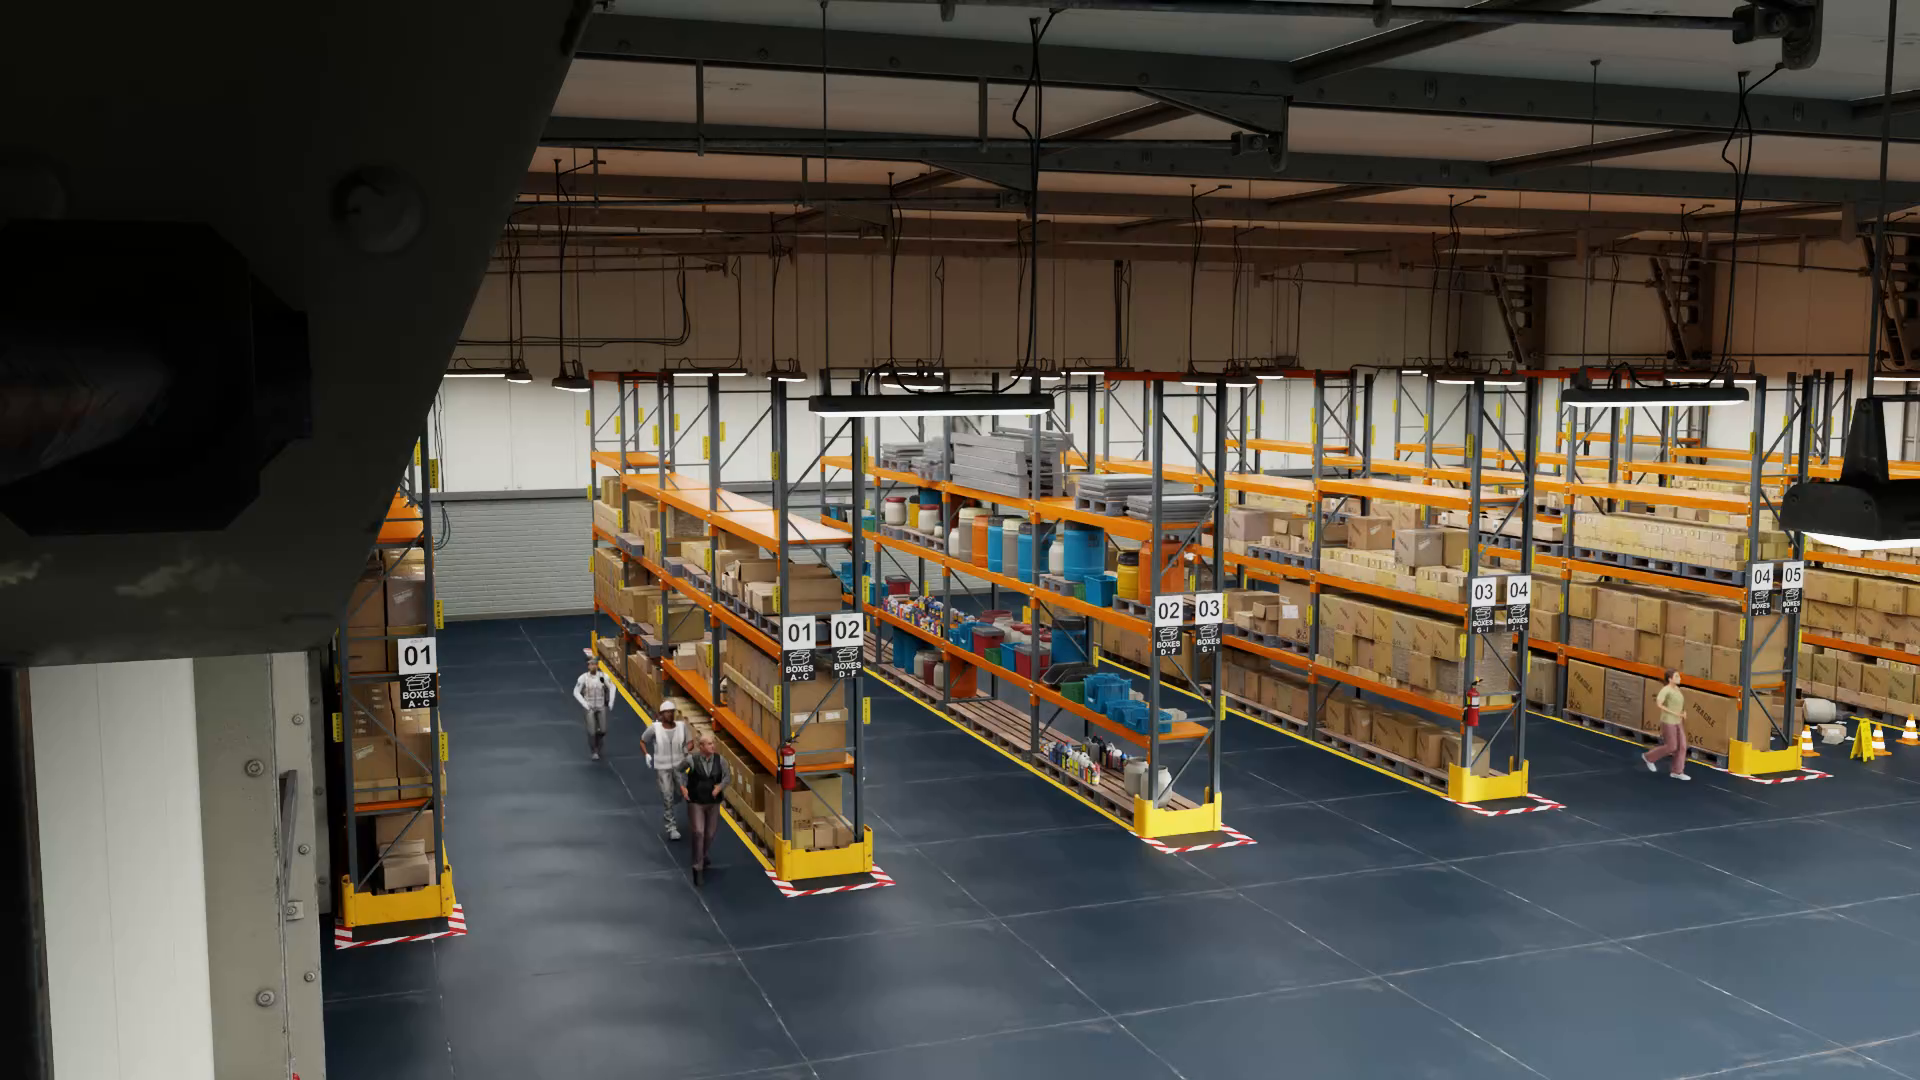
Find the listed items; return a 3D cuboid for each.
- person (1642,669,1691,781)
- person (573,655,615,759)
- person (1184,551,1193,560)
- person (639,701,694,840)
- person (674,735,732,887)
[{"bbox_3d":[10.618,2.860,24.917,0.604,1.402,0.734,-6,8,-41],"label":"person"},{"bbox_3d":[-5.716,2.603,26.050,0.668,1.644,0.580,-2,7,-20],"label":"person"},{"bbox_3d":[5.422,0.902,41.051,0.800,1.727,0.784,-2,7,-21],"label":"person"},{"bbox_3d":[-3.842,3.001,21.959,0.696,1.762,0.941,-3,7,-26],"label":"person"},{"bbox_3d":[-3.087,3.232,20.212,0.656,1.754,0.863,-3,7,-27],"label":"person"}]
